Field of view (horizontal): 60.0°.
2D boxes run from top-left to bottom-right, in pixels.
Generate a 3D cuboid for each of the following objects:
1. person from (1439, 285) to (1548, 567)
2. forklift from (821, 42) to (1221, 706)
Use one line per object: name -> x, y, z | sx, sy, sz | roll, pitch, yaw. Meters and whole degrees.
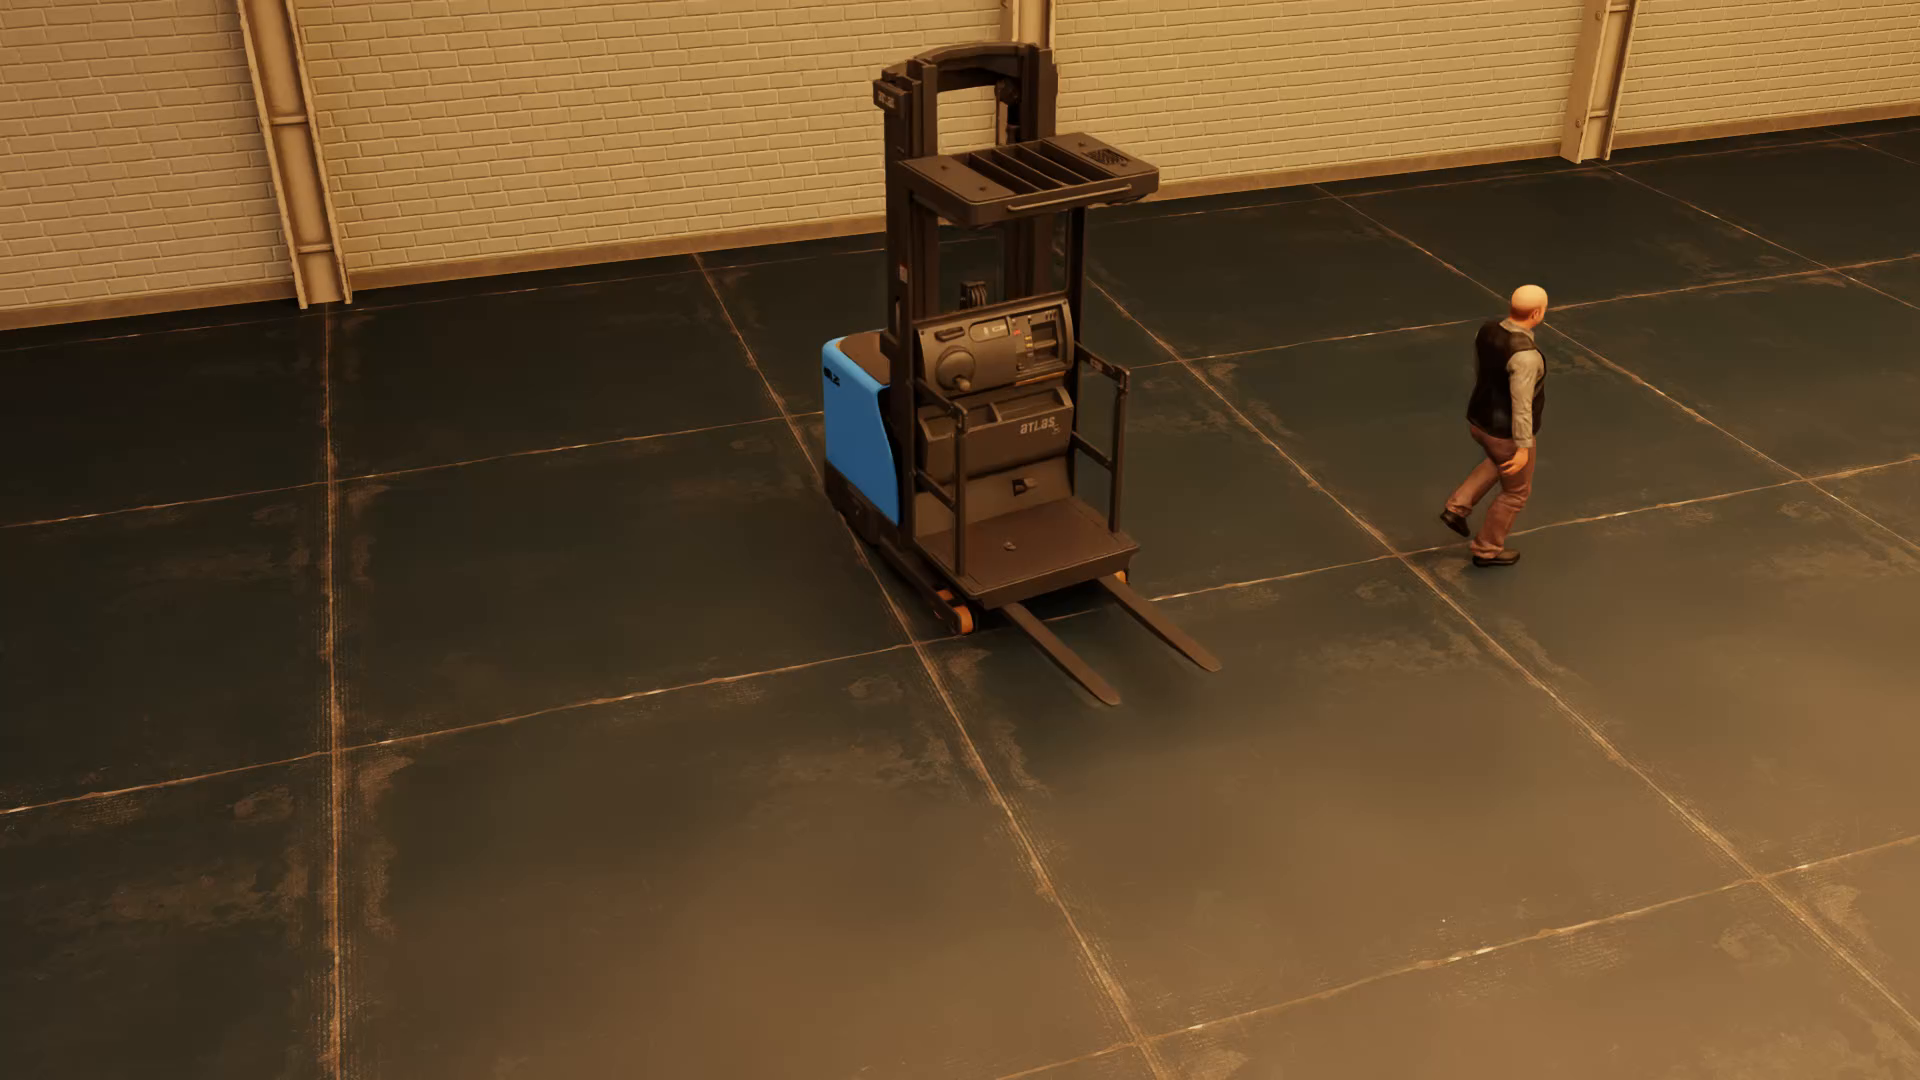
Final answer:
person -> 3.104, -0.647, 9.449 | 0.473, 1.698, 0.699 | -9, 31, -15
forklift -> 0.305, -1.005, 8.834 | 1.130, 2.935, 3.031 | -15, 33, -25
